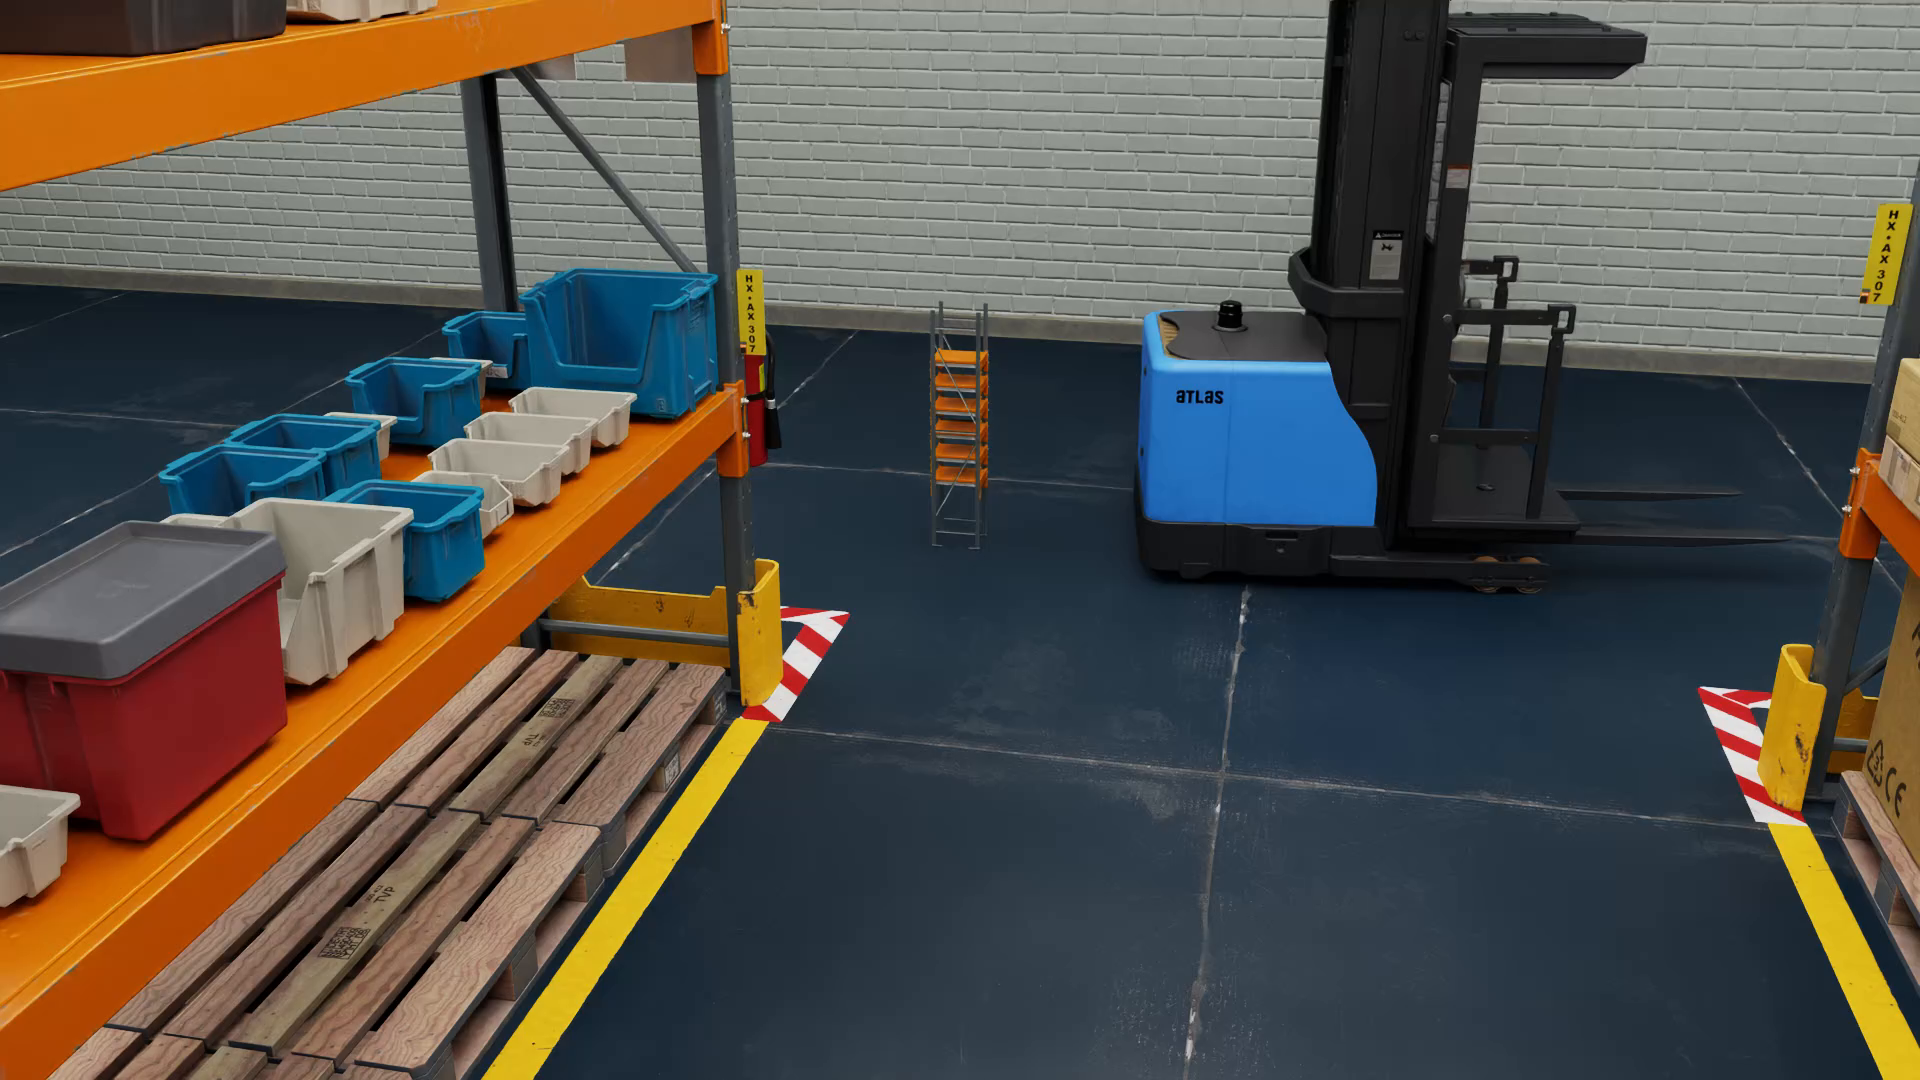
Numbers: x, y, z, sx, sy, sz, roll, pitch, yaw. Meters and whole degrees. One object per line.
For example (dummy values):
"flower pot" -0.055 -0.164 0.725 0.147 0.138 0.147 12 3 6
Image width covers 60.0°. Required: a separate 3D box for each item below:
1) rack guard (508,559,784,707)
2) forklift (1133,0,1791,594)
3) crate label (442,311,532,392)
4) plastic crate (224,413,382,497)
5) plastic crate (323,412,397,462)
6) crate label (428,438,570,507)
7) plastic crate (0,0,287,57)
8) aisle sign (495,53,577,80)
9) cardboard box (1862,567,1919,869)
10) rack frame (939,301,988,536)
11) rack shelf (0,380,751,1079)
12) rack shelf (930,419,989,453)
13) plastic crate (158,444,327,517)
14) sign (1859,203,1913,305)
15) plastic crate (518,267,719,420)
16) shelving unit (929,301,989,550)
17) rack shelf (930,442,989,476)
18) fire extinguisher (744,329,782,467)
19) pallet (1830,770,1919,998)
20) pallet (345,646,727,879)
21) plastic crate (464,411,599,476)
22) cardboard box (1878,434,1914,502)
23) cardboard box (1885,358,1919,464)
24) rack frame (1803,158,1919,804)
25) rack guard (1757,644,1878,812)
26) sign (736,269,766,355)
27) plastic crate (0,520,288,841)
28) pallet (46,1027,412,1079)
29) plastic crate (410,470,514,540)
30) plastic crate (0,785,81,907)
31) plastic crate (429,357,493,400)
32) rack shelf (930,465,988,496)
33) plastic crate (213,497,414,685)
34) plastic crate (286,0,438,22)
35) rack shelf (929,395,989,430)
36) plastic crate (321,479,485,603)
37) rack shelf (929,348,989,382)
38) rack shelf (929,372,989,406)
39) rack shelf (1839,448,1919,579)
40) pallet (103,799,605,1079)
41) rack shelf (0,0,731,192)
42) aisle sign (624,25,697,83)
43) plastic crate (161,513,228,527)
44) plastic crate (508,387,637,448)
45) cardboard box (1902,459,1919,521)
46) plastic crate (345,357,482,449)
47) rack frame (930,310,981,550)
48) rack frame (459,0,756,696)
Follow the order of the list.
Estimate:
"rack guard" -1.332 0.336 6.851 1.175 0.500 0.348 4 22 11
"forklift" 2.394 -1.315 7.696 3.031 2.935 1.130 1 22 3
"crate label" -1.697 -0.699 6.218 0.416 0.233 0.303 4 22 11
"plastic crate" -1.966 -0.218 5.022 0.416 0.233 0.300 4 22 11
"plastic crate" -1.982 -0.295 5.344 0.250 0.136 0.298 4 22 11
"crate label" -1.420 -0.199 5.105 0.396 0.136 0.243 4 22 11
"plastic crate" -1.619 -1.115 3.268 0.497 0.269 0.590 4 22 11
"aisle sign" -1.601 -2.069 5.996 0.394 0.787 0.004 4 22 11
"cardboard box" 3.472 0.594 5.144 0.875 0.875 0.875 4 22 11
"rack frame" 0.016 -0.585 8.199 0.240 1.200 0.006 4 22 11
"rack shelf" -1.733 0.251 4.678 1.077 0.370 4.000 4 22 11
"rack shelf" -0.003 -0.510 8.133 0.258 0.103 0.180 4 22 11
"plastic crate" -2.027 -0.108 4.750 0.416 0.233 0.300 4 22 11
"sign" 2.982 -0.919 5.356 0.100 0.325 0.005 4 22 11
"plastic crate" -1.210 -0.722 6.002 0.616 0.435 0.499 4 22 11
"shelving unit" -0.003 -0.551 8.116 0.258 1.200 0.189 4 22 11
"rack shelf" -0.003 -0.399 8.178 0.258 0.103 0.180 4 22 11
"fire extinguisher" -0.849 -0.626 6.495 0.296 0.674 0.183 4 22 11
"pallet" 3.438 1.155 5.202 1.003 0.211 1.213 4 22 11
"pallet" -1.531 0.778 6.139 1.003 0.211 1.213 4 22 11
"plastic crate" -1.387 -0.303 5.363 0.396 0.136 0.243 4 22 11
"cardboard box" 3.129 -0.215 5.209 0.380 0.149 0.250 5 22 12
"cardboard box" 3.162 -0.350 5.010 0.500 0.250 0.500 4 22 9
"rack frame" 3.524 -0.437 5.422 1.000 3.000 0.127 4 22 11
"rack guard" 3.529 0.714 5.911 1.175 0.500 0.348 4 22 11
"sign" -0.783 -0.854 6.240 0.100 0.325 0.005 4 22 11
"plastic crate" -1.713 0.284 3.468 0.402 0.464 0.583 4 22 11
"pallet" -2.029 1.670 3.923 1.003 0.211 1.213 4 22 11
"plastic crate" -1.462 -0.089 4.833 0.298 0.136 0.250 4 22 11
"plastic crate" -1.906 0.584 3.161 0.396 0.136 0.243 4 22 11
"plastic crate" -1.844 -0.543 5.960 0.250 0.136 0.298 4 22 11
"rack shelf" -0.003 -0.287 8.223 0.258 0.103 0.180 4 22 11
"plastic crate" -1.649 0.132 4.090 0.437 0.282 0.530 4 22 11
"plastic crate" -1.503 -1.309 3.925 0.437 0.136 0.530 4 22 11
"rack shelf" -0.003 -0.621 8.088 0.258 0.103 0.180 4 22 11
"plastic crate" -1.492 0.006 4.466 0.416 0.233 0.300 4 22 11
"rack shelf" -0.003 -0.844 7.998 0.258 0.103 0.180 4 22 11
"rack shelf" -0.003 -0.733 8.043 0.258 0.103 0.180 4 22 11
"rack shelf" 3.116 0.629 3.740 1.077 0.370 4.000 4 22 11
"pallet" -1.782 1.223 5.035 1.003 0.211 1.213 4 22 11
"rack shelf" -1.733 -1.140 4.118 1.077 0.370 4.000 4 22 11
"aisle sign" -1.023 -2.024 5.884 0.394 0.787 0.004 4 22 11
"plastic crate" -2.080 0.084 4.404 0.293 0.136 0.466 4 22 11
"plastic crate" -1.314 -0.408 5.623 0.396 0.136 0.243 4 22 11
"cardboard box" 3.078 -0.121 4.976 0.380 0.149 0.250 4 22 10
"plastic crate" -1.831 -0.458 5.620 0.416 0.233 0.300 4 22 11
"rack frame" -0.022 -0.518 8.033 0.240 1.200 0.006 4 22 11
"rack frame" -1.324 -0.814 6.360 1.000 3.000 0.127 4 22 11
